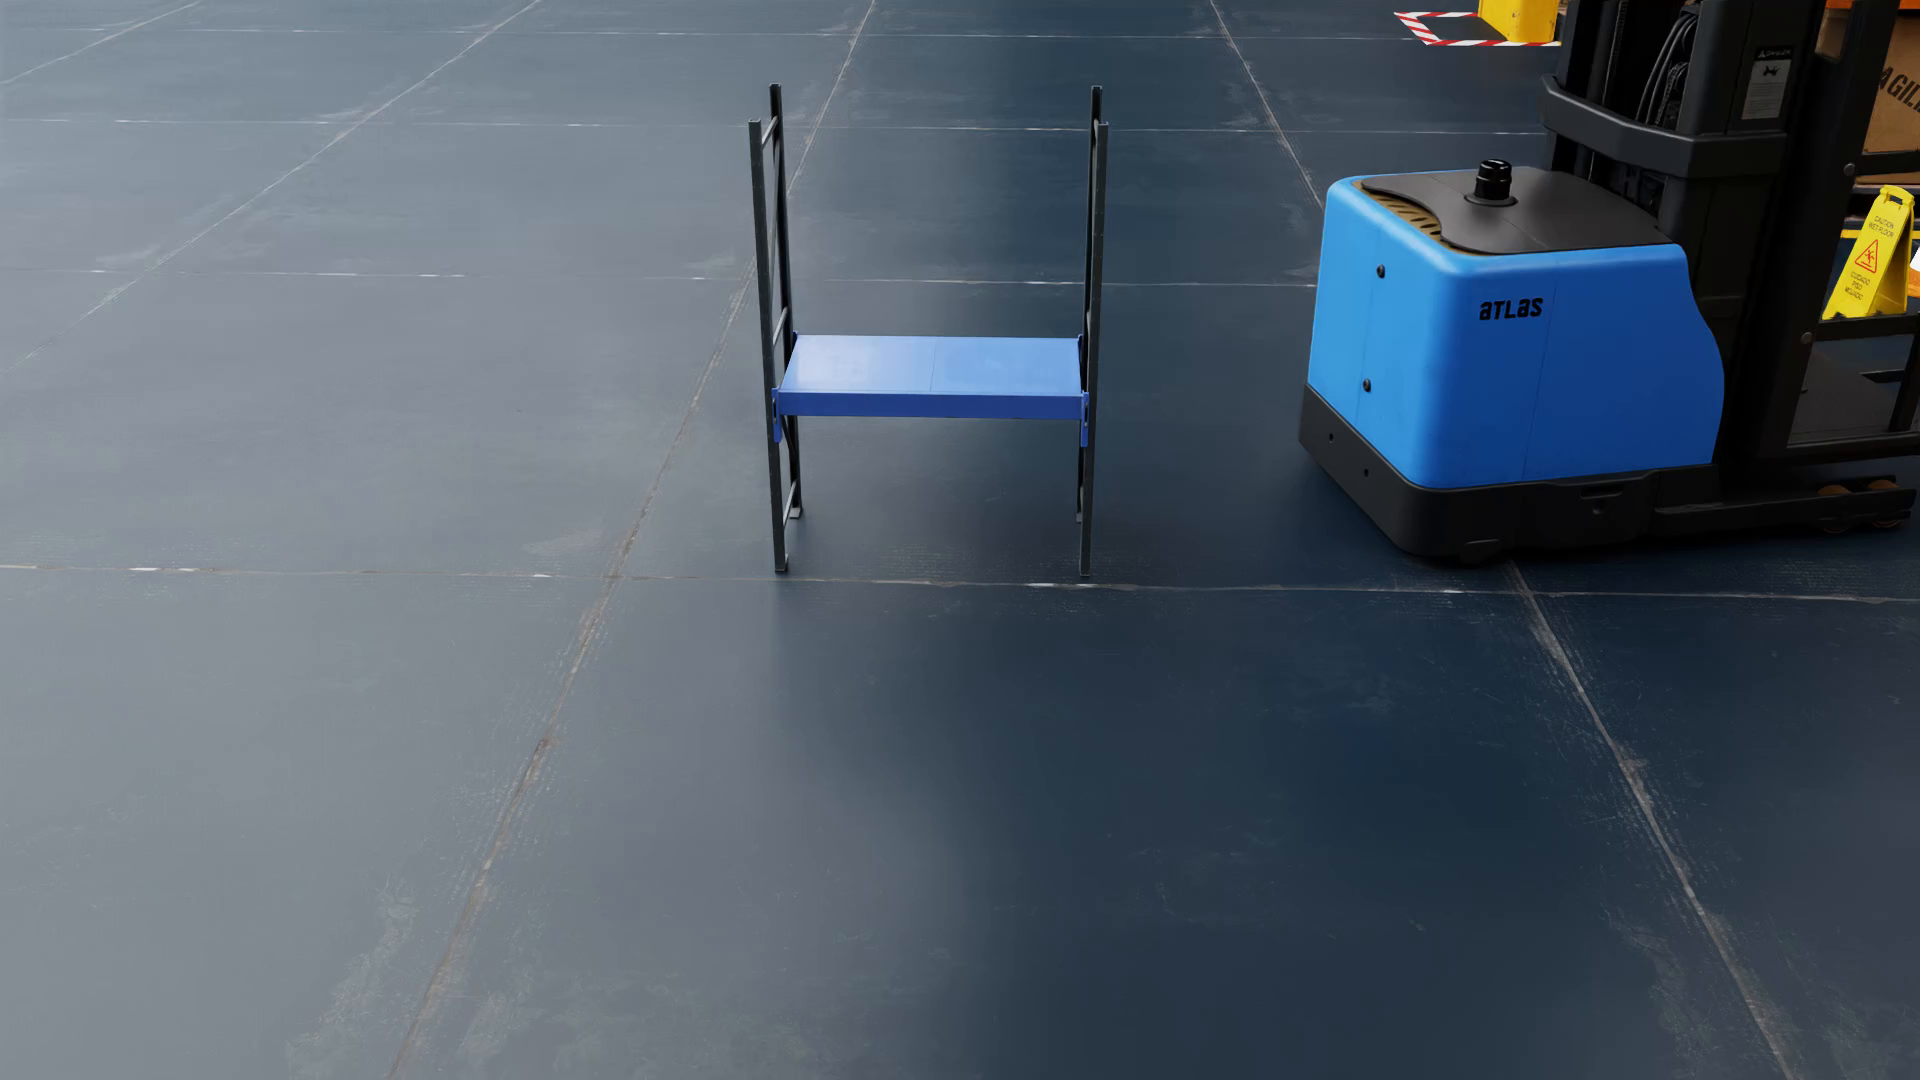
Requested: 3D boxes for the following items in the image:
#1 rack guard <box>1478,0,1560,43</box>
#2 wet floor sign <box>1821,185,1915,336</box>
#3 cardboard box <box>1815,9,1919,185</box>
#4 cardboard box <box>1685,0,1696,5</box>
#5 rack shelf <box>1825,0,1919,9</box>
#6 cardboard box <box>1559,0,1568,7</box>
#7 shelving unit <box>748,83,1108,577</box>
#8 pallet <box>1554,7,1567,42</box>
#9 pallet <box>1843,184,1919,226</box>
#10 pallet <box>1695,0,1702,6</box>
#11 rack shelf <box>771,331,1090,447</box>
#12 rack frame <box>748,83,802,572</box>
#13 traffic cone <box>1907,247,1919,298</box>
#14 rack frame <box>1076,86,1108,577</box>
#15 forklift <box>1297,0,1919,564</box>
[{"bbox_3d":[4.565,-4.437,13.587,0.348,0.500,1.175,1,28,2],"label":"rack guard"},{"bbox_3d":[4.114,-1.256,7.431,0.232,0.644,0.267,-4,28,-7],"label":"wet floor sign"},{"bbox_3d":[4.893,-2.490,9.064,0.875,0.875,0.875,1,28,2],"label":"cardboard box"},{"bbox_3d":[5.711,-4.612,13.468,0.500,0.500,0.500,8,29,15],"label":"cardboard box"},{"bbox_3d":[6.212,-2.872,8.733,4.000,0.370,1.077,1,28,2],"label":"rack shelf"},{"bbox_3d":[5.113,-4.606,13.457,0.500,0.500,0.500,6,29,11],"label":"cardboard box"},{"bbox_3d":[-0.085,-0.664,5.401,1.048,1.500,0.538,1,28,2],"label":"shelving unit"},{"bbox_3d":[5.376,-4.280,13.598,1.213,0.211,1.003,1,28,2],"label":"pallet"},{"bbox_3d":[5.015,-2.014,9.325,1.213,0.211,1.003,1,28,2],"label":"pallet"},{"bbox_3d":[6.592,-4.258,13.557,1.213,0.211,1.003,1,28,2],"label":"pallet"},{"bbox_3d":[-0.085,-0.505,5.486,1.000,0.185,0.538,1,28,2],"label":"rack shelf"},{"bbox_3d":[-0.593,-0.672,5.417,0.032,1.500,0.500,1,28,2],"label":"rack frame"},{"bbox_3d":[4.694,-1.429,7.951,0.334,0.463,0.336,1,28,2],"label":"traffic cone"},{"bbox_3d":[0.423,-0.656,5.386,0.032,1.500,0.500,1,28,2],"label":"rack frame"},{"bbox_3d":[2.852,-1.554,5.552,3.031,2.935,1.130,-6,28,-11],"label":"forklift"}]
